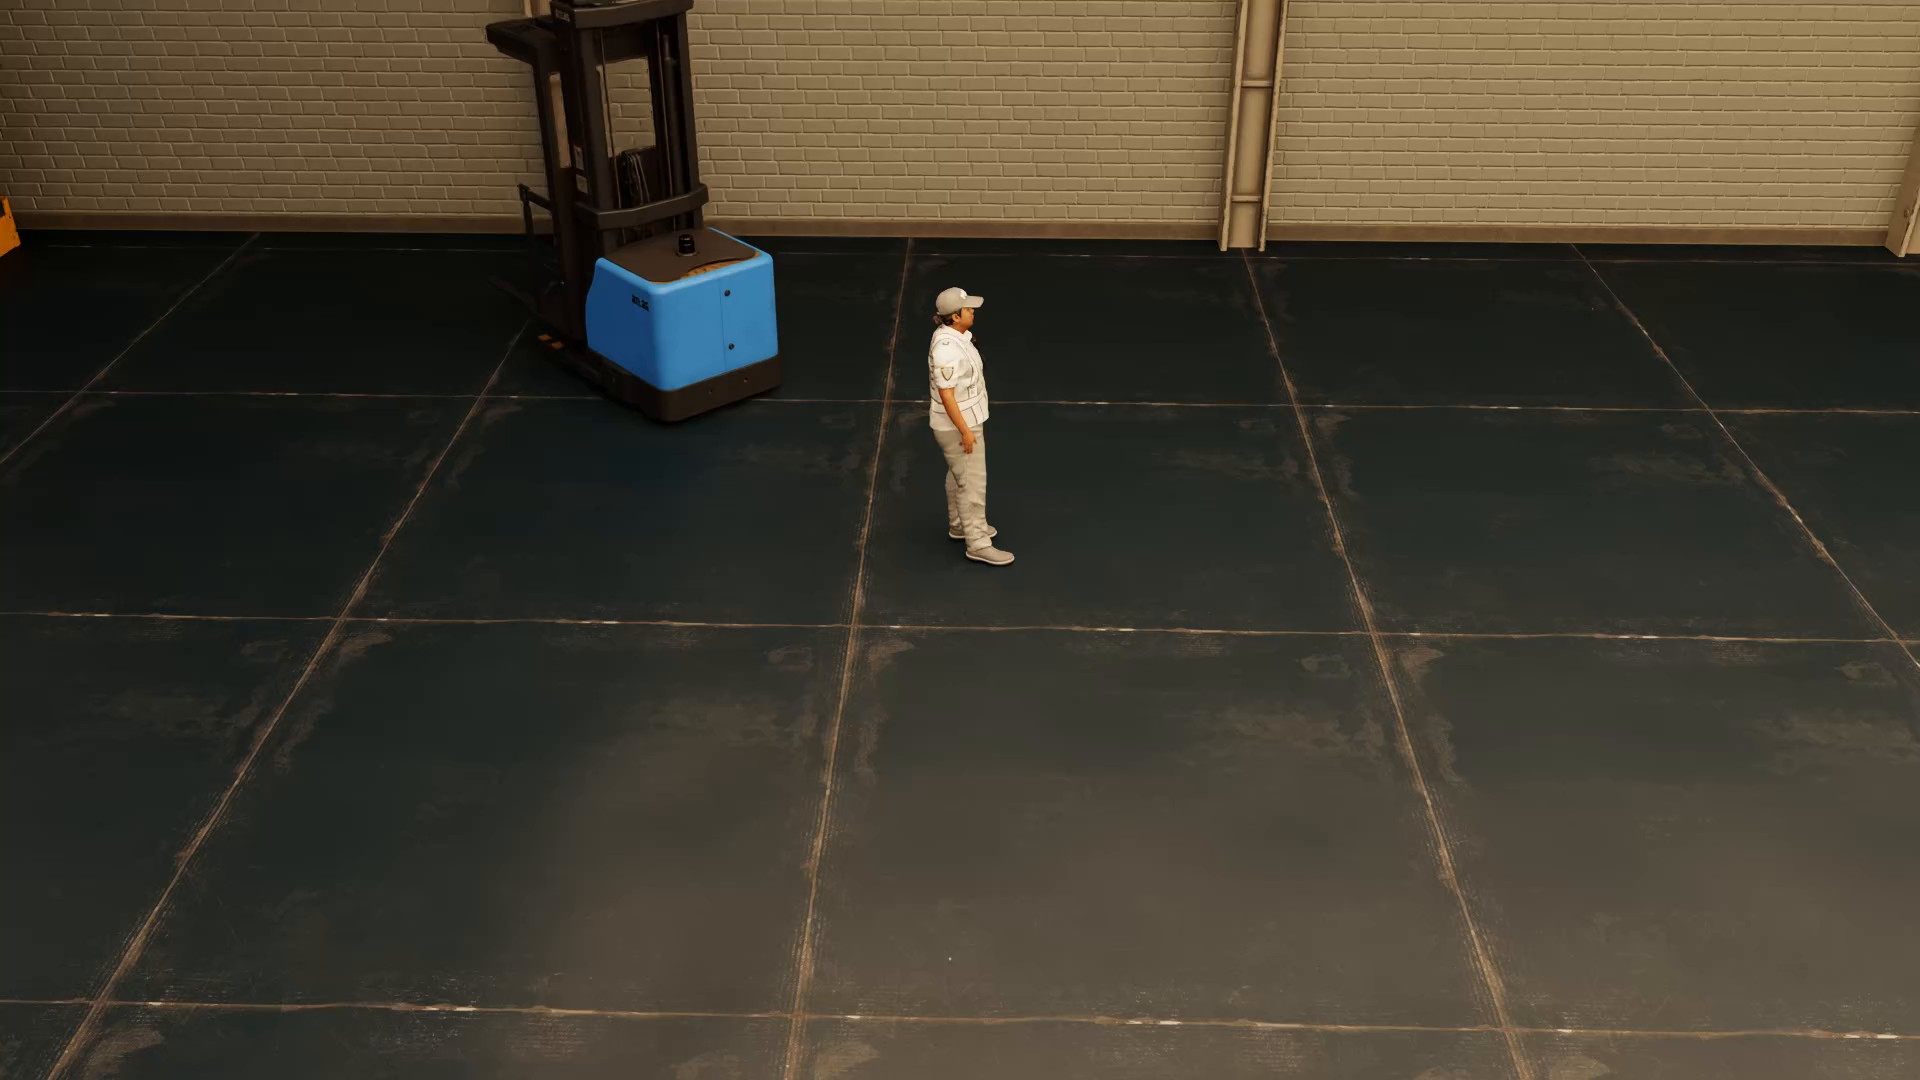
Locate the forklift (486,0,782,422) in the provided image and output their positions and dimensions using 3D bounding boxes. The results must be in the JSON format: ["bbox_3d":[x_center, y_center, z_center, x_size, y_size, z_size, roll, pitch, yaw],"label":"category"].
[{"bbox_3d":[-2.668,-2.768,12.309,1.130,2.935,3.031,-24,38,-35],"label":"forklift"}]

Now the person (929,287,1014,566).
[{"bbox_3d":[0.076,-0.712,10.051,0.529,1.670,0.598,1,31,1],"label":"person"}]
